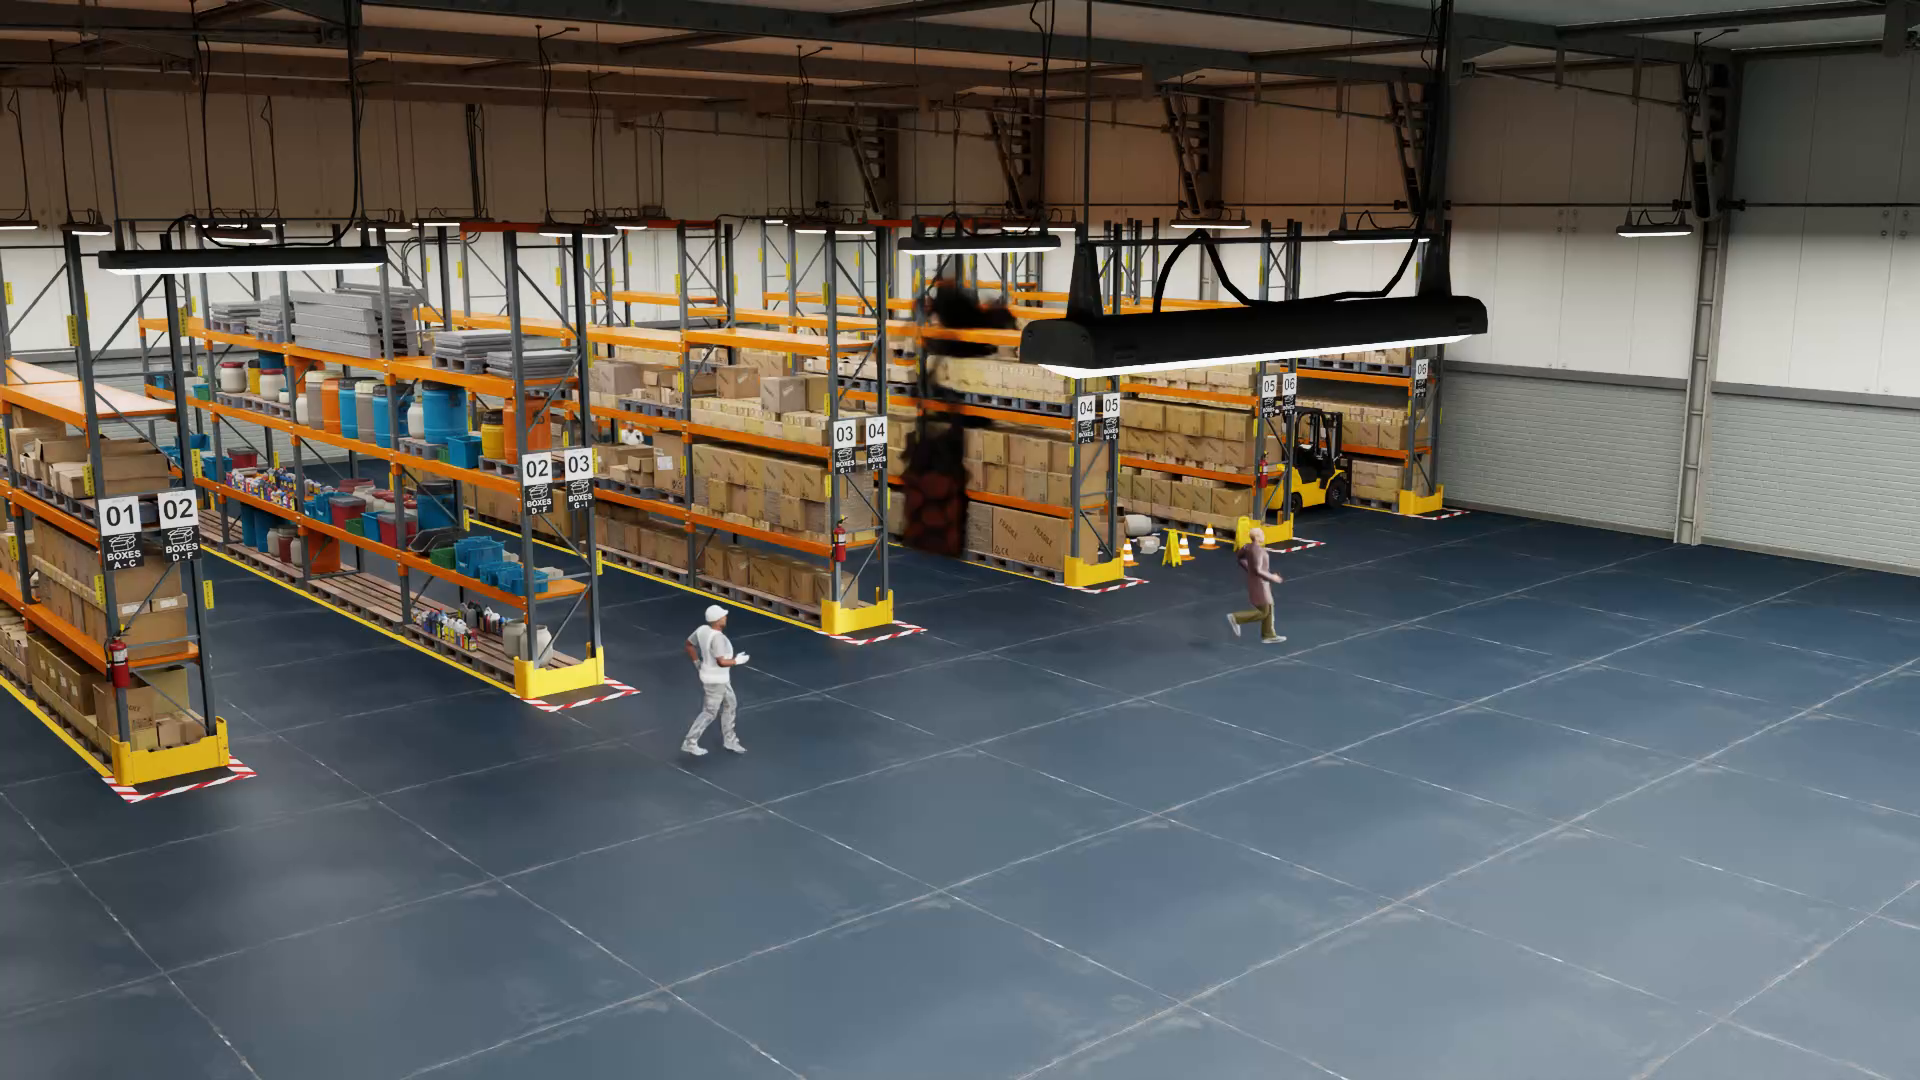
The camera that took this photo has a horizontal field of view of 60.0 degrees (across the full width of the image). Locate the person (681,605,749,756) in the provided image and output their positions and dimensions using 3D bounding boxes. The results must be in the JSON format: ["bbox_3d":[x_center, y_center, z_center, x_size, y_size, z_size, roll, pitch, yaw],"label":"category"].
[{"bbox_3d":[-2.840,1.655,19.196,0.816,1.838,0.659,-4,12,-18],"label":"person"}]

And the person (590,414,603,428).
[{"bbox_3d":[-9.026,-2.754,40.899,0.983,1.770,0.674,-9,15,-39],"label":"person"}]

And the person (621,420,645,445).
[{"bbox_3d":[-7.134,-1.757,36.213,0.626,1.839,0.747,-9,14,-37],"label":"person"}]

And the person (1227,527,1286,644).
[{"bbox_3d":[4.325,0.672,24.212,0.925,1.747,0.724,-1,11,-5],"label":"person"}]
